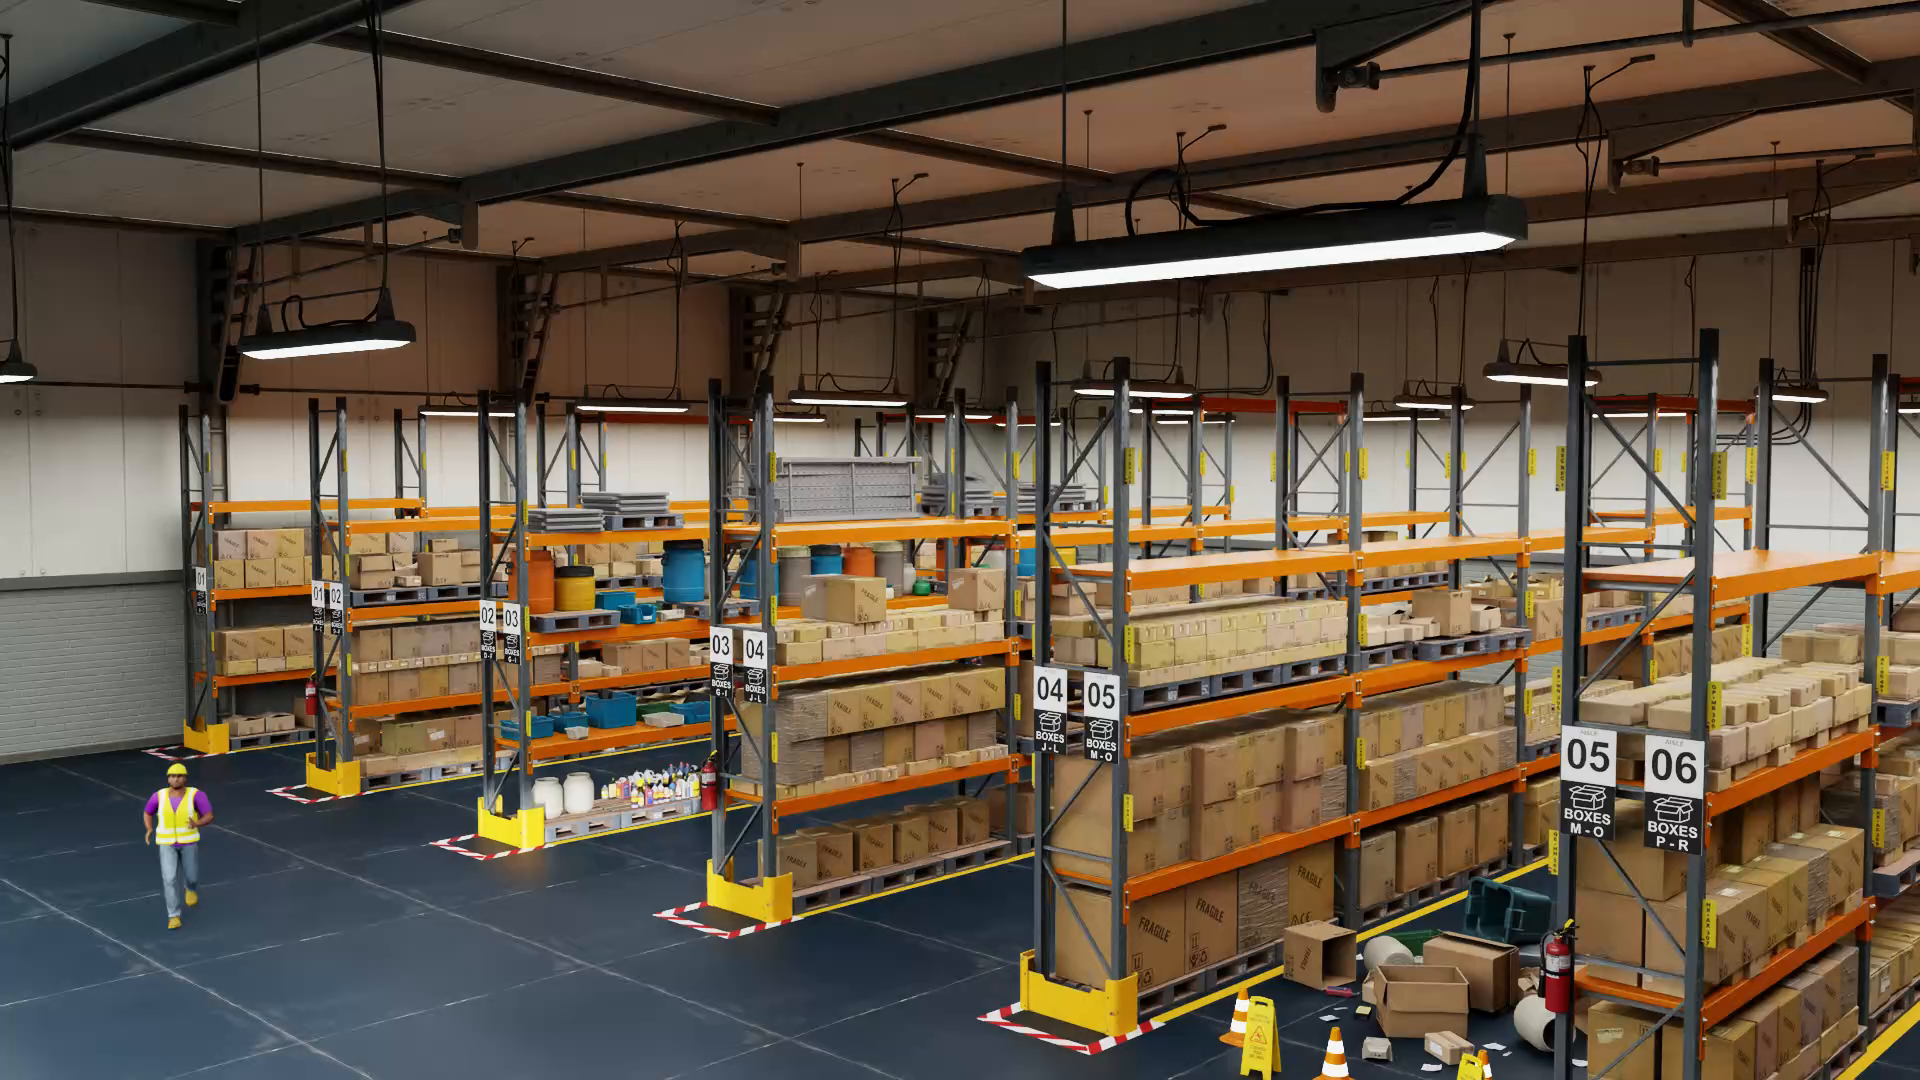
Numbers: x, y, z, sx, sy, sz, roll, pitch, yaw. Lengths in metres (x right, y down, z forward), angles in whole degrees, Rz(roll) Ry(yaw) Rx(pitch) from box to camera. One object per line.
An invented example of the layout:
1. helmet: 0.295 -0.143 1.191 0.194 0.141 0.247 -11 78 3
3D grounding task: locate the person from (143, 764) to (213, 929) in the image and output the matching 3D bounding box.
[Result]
1. person: -8.594 3.326 18.280 0.714 1.745 0.901 -1 3 -21

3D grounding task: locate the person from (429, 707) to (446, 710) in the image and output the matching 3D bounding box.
1. person: -8.991 2.830 28.843 0.519 1.626 0.797 1 3 25
